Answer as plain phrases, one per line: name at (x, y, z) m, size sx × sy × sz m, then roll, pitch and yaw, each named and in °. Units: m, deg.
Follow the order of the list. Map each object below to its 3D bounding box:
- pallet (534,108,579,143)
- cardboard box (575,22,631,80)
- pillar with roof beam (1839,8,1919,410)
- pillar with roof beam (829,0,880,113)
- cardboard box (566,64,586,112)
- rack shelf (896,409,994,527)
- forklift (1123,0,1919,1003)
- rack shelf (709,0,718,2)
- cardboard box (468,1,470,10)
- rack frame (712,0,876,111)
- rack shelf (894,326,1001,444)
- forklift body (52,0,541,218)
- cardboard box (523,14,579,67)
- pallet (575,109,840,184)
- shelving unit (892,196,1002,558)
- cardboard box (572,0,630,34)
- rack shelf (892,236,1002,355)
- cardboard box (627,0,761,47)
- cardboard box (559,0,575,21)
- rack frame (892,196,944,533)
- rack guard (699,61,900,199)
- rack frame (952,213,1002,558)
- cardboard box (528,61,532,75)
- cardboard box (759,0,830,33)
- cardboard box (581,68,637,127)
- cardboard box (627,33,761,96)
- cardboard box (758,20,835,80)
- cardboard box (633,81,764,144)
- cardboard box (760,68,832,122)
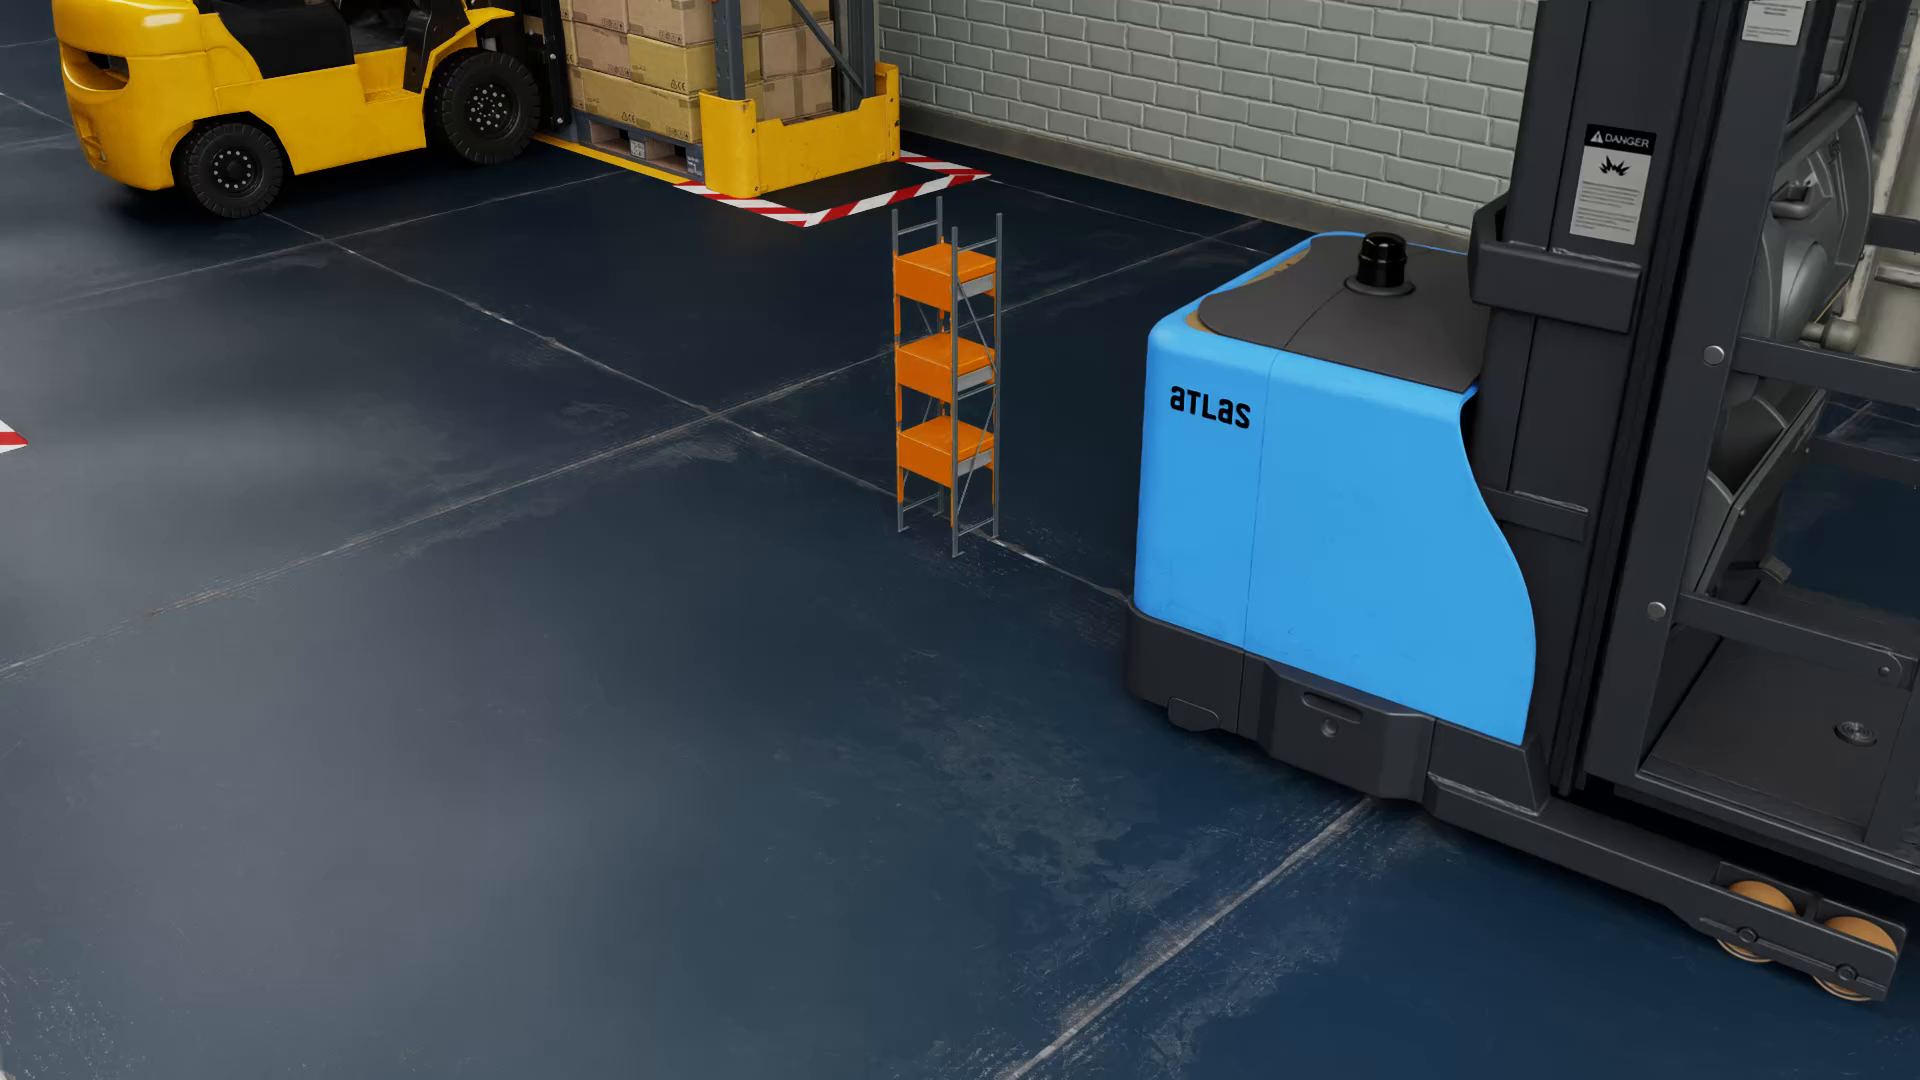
pallet at (-2.298, -2.741, 10.236) m, size 1.213 × 0.211 × 1.003 m, roll 25°, pitch 36°, yaw 38°
cardboard box at (-1.774, -2.754, 9.231) m, size 0.500 × 0.250 × 0.500 m, roll 24°, pitch 36°, yaw 38°
pillar with roof beam at (0.538, -3.137, 1.546) m, size 0.400 × 9.000 × 9.100 m, roll 25°, pitch 36°, yaw 38°
pillar with roof beam at (-3.740, -5.095, 5.270) m, size 0.400 × 9.000 × 9.100 m, roll 25°, pitch 36°, yaw 38°
cardboard box at (-2.113, -2.691, 9.647) m, size 0.500 × 0.250 × 0.500 m, roll -25°, pitch 37°, yaw -39°
rack shelf at (-0.038, -0.227, 5.173) m, size 0.240 × 0.259 × 0.215 m, roll 25°, pitch 36°, yaw 38°
forklift at (1.917, -0.627, 3.294) m, size 3.031 × 2.935 × 1.130 m, roll 19°, pitch 33°, yaw 32°
rack shelf at (-2.284, -3.676, 9.791) m, size 4.000 × 0.370 × 1.077 m, roll 25°, pitch 36°, yaw 38°
cardboard box at (-2.871, -3.245, 10.164) m, size 0.500 × 0.250 × 0.500 m, roll 24°, pitch 36°, yaw 38°
rack frame at (-0.858, -3.342, 8.382) m, size 0.127 × 3.000 × 1.000 m, roll 25°, pitch 36°, yaw 38°
rack shelf at (-0.038, -0.473, 5.044) m, size 0.240 × 0.259 × 0.215 m, roll 25°, pitch 36°, yaw 38°
forklift body at (-3.489, -2.979, 8.605) m, size 1.214 × 2.155 × 2.313 m, roll 25°, pitch 36°, yaw 38°
cardboard box at (-2.157, -2.916, 9.538) m, size 0.500 × 0.250 × 0.500 m, roll 24°, pitch 36°, yaw 37°
pallet at (-1.432, -2.343, 9.479) m, size 1.213 × 0.211 × 1.003 m, roll 25°, pitch 36°, yaw 38°
shelving unit at (-0.038, -0.482, 5.039) m, size 0.252 × 1.050 × 0.215 m, roll 25°, pitch 36°, yaw 38°
cardboard box at (-1.773, -2.964, 9.094) m, size 0.500 × 0.250 × 0.500 m, roll -25°, pitch 36°, yaw -38°
rack shelf at (-0.038, -0.724, 4.912) m, size 0.240 × 0.259 × 0.215 m, roll 25°, pitch 36°, yaw 38°
cardboard box at (-1.405, -2.800, 8.780) m, size 0.500 × 0.250 × 0.500 m, roll -24°, pitch 36°, yaw -38°
cardboard box at (-2.140, -3.126, 9.400) m, size 0.500 × 0.250 × 0.500 m, roll -25°, pitch 37°, yaw -39°
rack frame at (-0.125, -0.522, 5.115) m, size 0.008 × 1.050 × 0.200 m, roll 25°, pitch 36°, yaw 38°
rack guard at (-0.840, -2.227, 8.949) m, size 0.348 × 0.500 × 1.175 m, roll 25°, pitch 36°, yaw 38°
rack frame at (0.049, -0.442, 4.963) m, size 0.008 × 1.050 × 0.200 m, roll 25°, pitch 36°, yaw 38°
cardboard box at (-2.499, -2.853, 9.955) m, size 0.500 × 0.250 × 0.500 m, roll -24°, pitch 36°, yaw -38°
cardboard box at (-1.068, -2.973, 9.109) m, size 0.500 × 0.250 × 0.500 m, roll 24°, pitch 36°, yaw 38°
cardboard box at (-1.762, -2.524, 9.331) m, size 0.500 × 0.250 × 0.500 m, roll 25°, pitch 36°, yaw 38°
cardboard box at (-1.424, -2.587, 8.913) m, size 0.500 × 0.250 × 0.500 m, roll 24°, pitch 36°, yaw 38°
cardboard box at (-1.047, -2.754, 9.231) m, size 0.500 × 0.250 × 0.500 m, roll -25°, pitch 36°, yaw -38°
cardboard box at (-1.414, -2.359, 9.016) m, size 0.500 × 0.250 × 0.500 m, roll 25°, pitch 37°, yaw 39°
cardboard box at (-1.071, -2.536, 9.352) m, size 0.500 × 0.250 × 0.500 m, roll 25°, pitch 37°, yaw 39°
